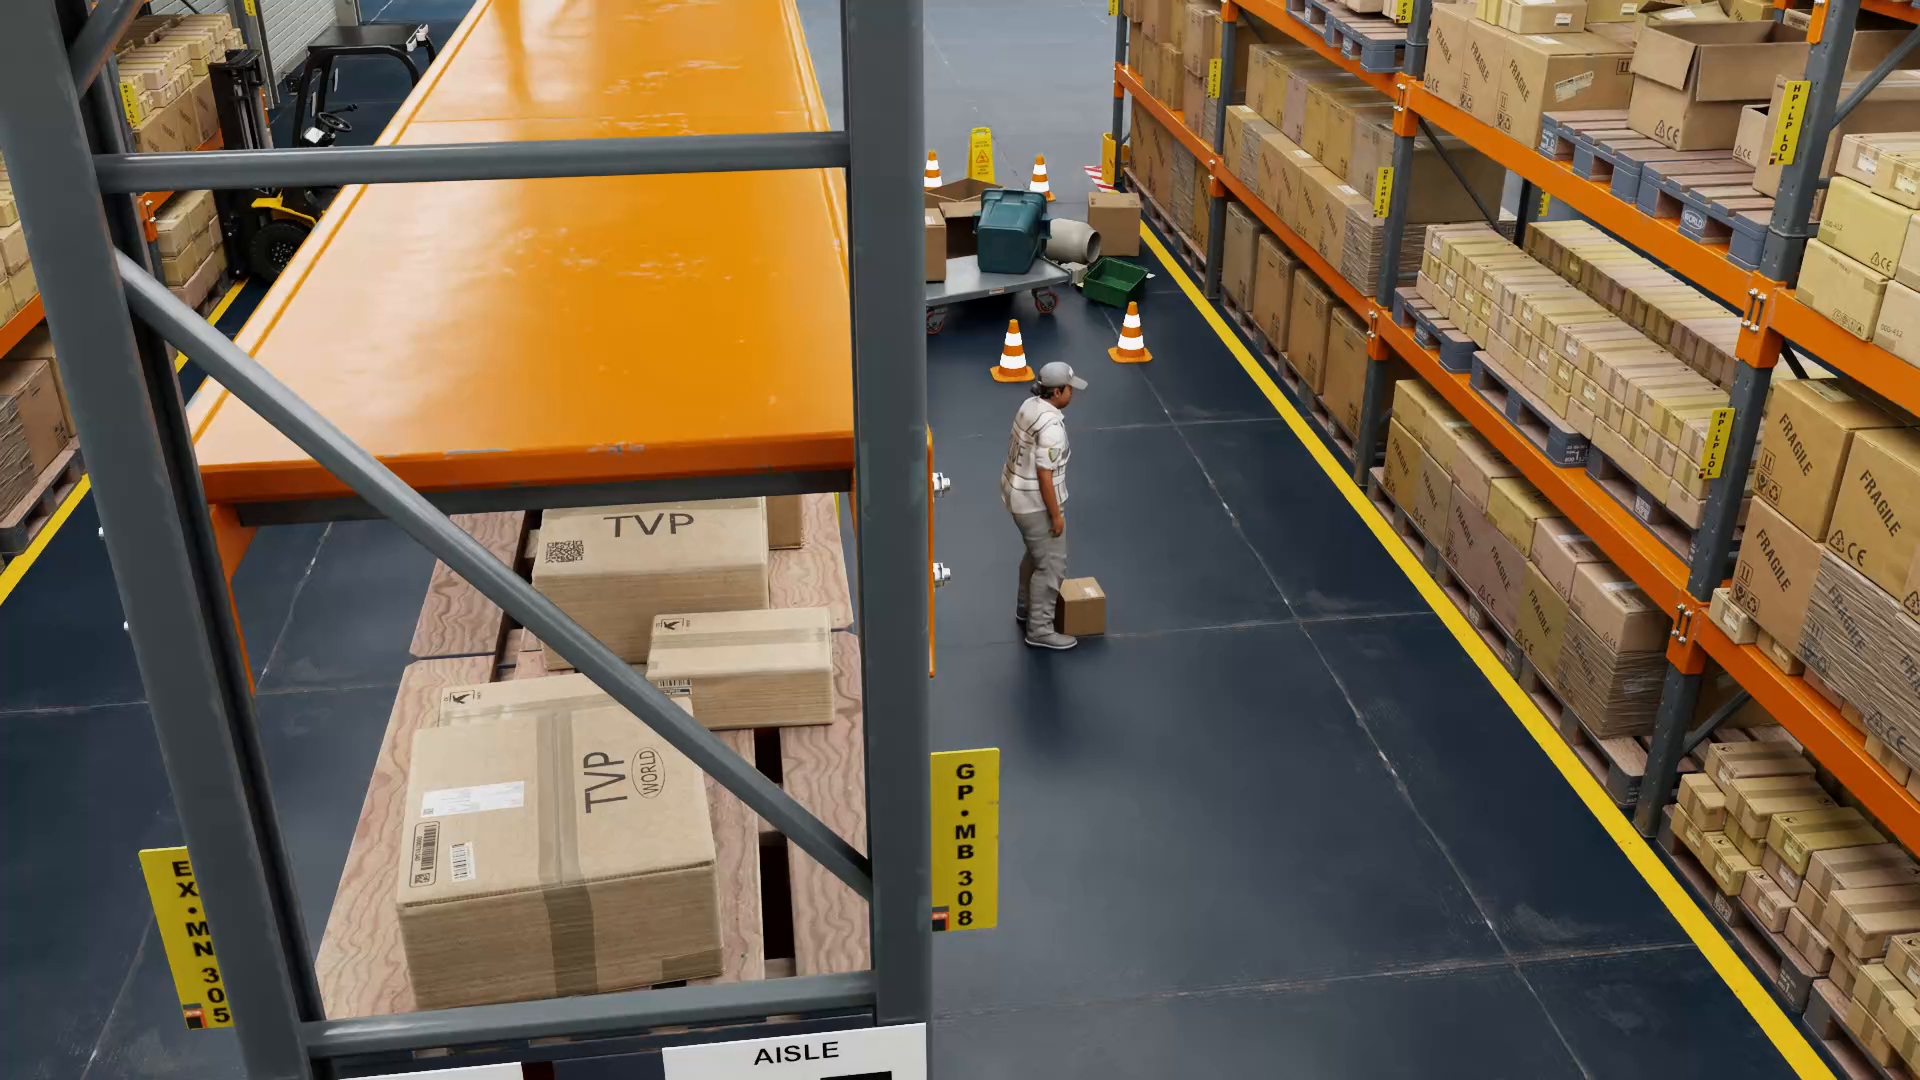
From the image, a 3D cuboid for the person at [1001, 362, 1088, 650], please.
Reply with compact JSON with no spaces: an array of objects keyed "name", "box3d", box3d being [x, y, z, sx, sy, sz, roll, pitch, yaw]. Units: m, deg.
[{"name":"person","box3d":[0.484,-0.216,9.501,0.471,1.665,0.561,-5,28,-10]}]
